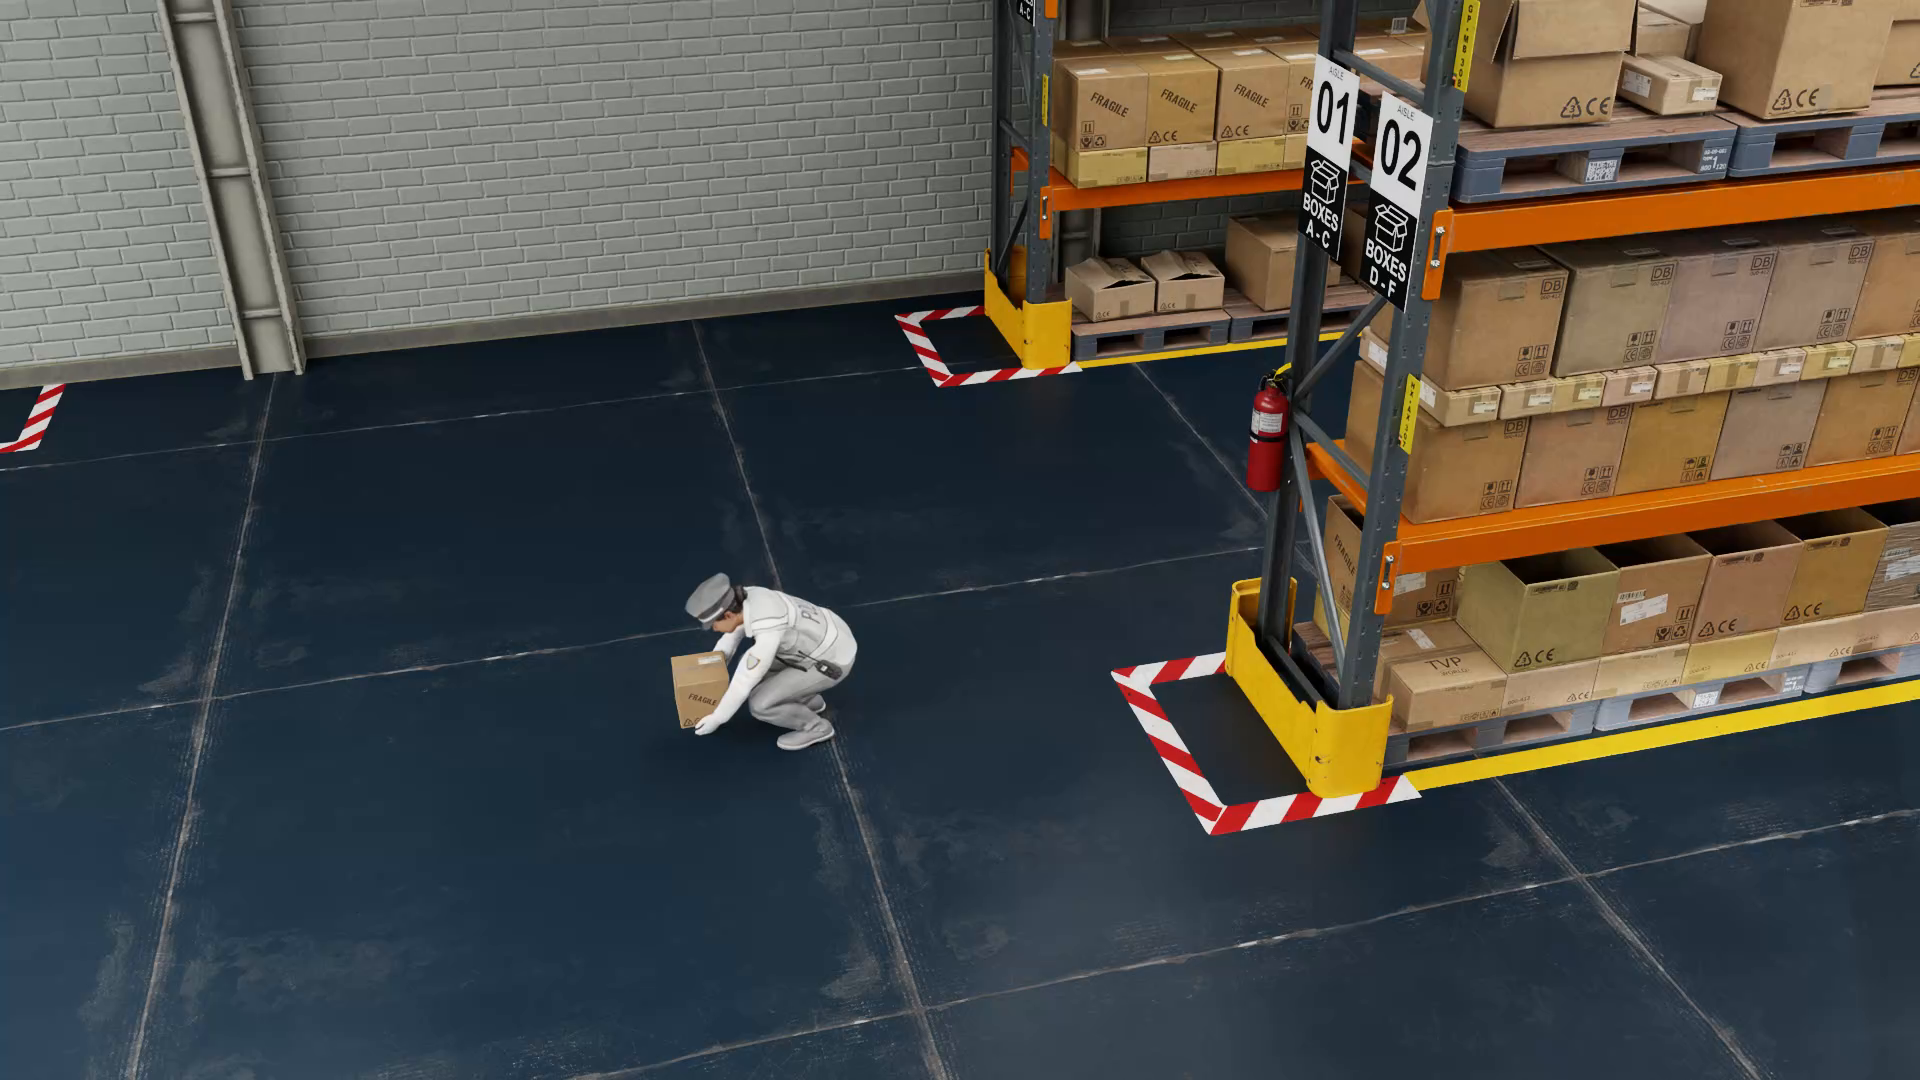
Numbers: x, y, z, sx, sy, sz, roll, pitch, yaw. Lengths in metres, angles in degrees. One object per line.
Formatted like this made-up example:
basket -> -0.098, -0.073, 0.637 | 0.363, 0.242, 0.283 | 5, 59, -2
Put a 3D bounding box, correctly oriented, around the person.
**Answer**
person -> -0.906, 0.549, 7.999 | 0.822, 0.964, 0.496 | -8, 31, -13
